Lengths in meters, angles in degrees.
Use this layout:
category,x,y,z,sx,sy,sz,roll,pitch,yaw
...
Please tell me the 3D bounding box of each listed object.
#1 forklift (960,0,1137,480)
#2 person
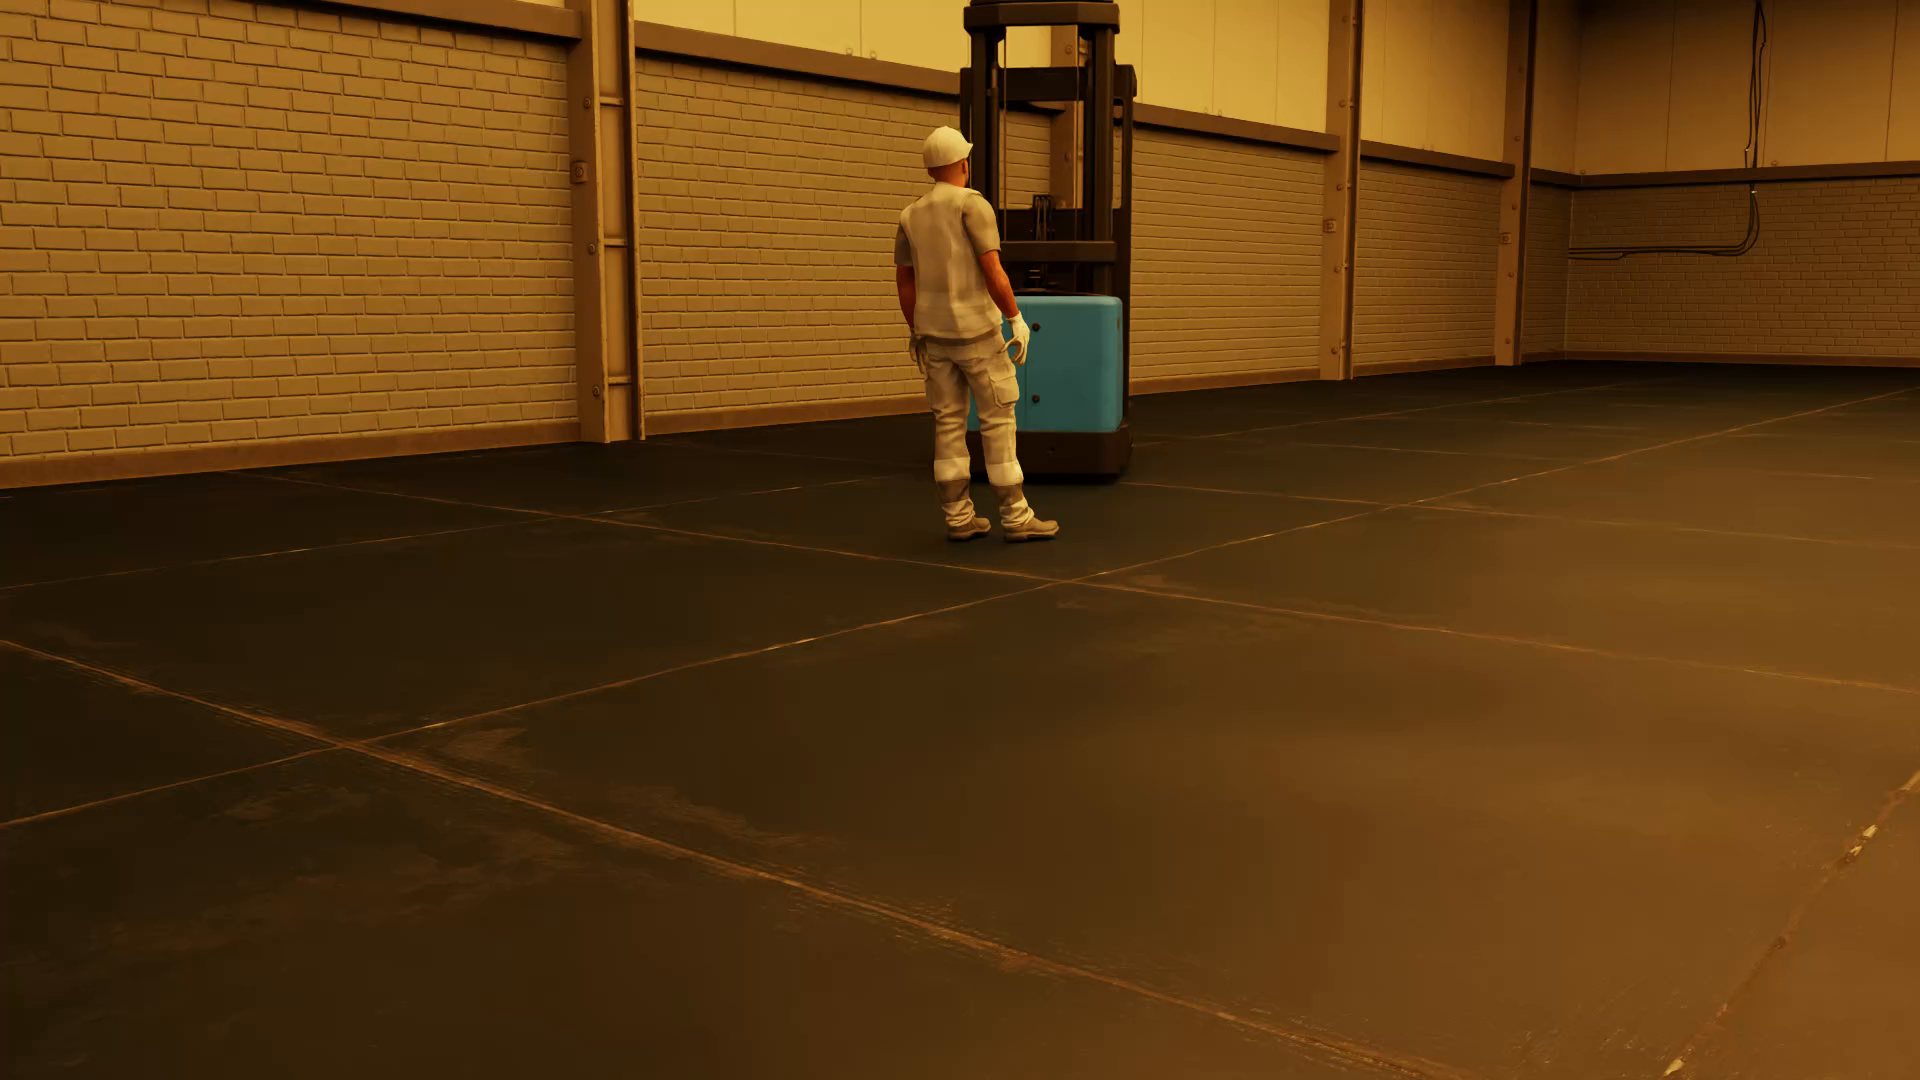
category,x,y,z,sx,sy,sz,roll,pitch,yaw
forklift,0.576,-1.979,10.803,1.130,2.935,3.031,1,8,8
person,0.059,-0.900,7.329,0.638,1.787,0.564,7,11,38
